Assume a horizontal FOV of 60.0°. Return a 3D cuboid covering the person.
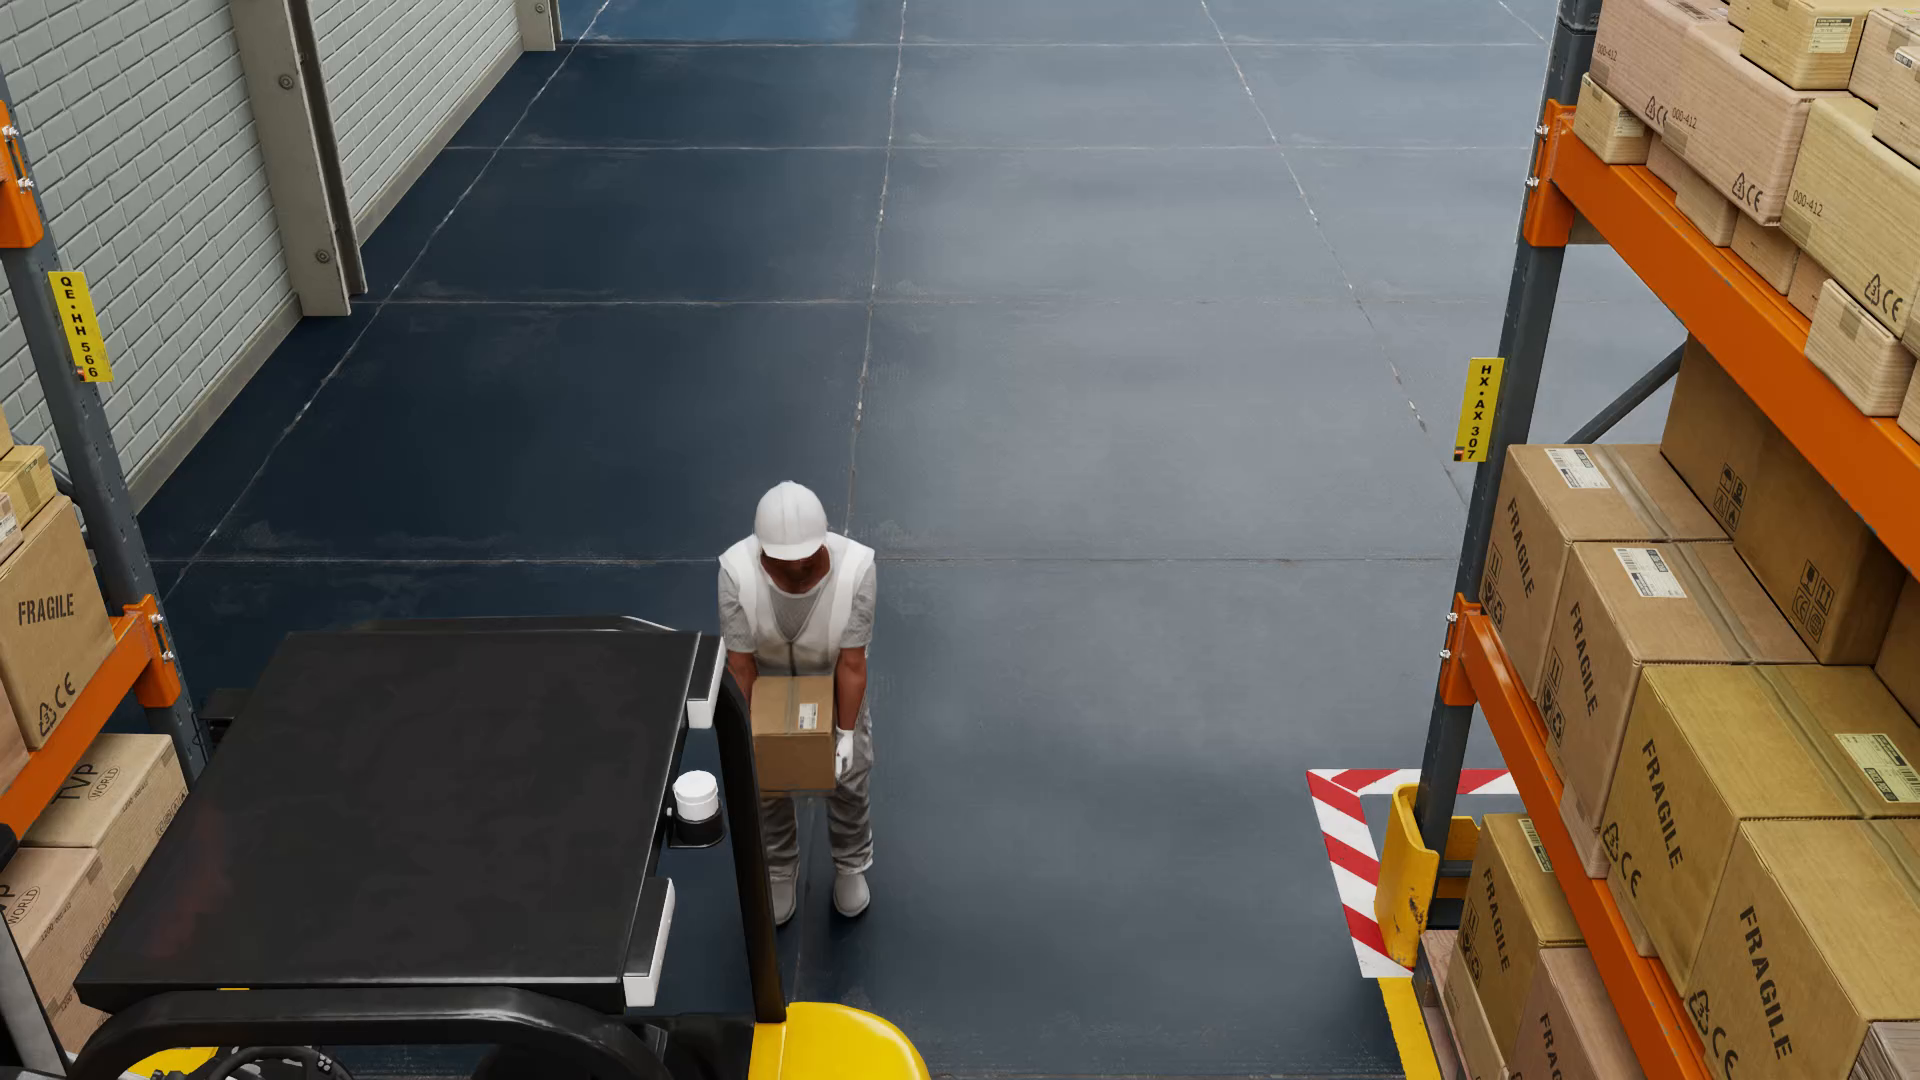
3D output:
[{"bbox_3d":[-0.496,0.519,5.314,0.485,1.726,0.618,-1,31,-1],"label":"person"}]
